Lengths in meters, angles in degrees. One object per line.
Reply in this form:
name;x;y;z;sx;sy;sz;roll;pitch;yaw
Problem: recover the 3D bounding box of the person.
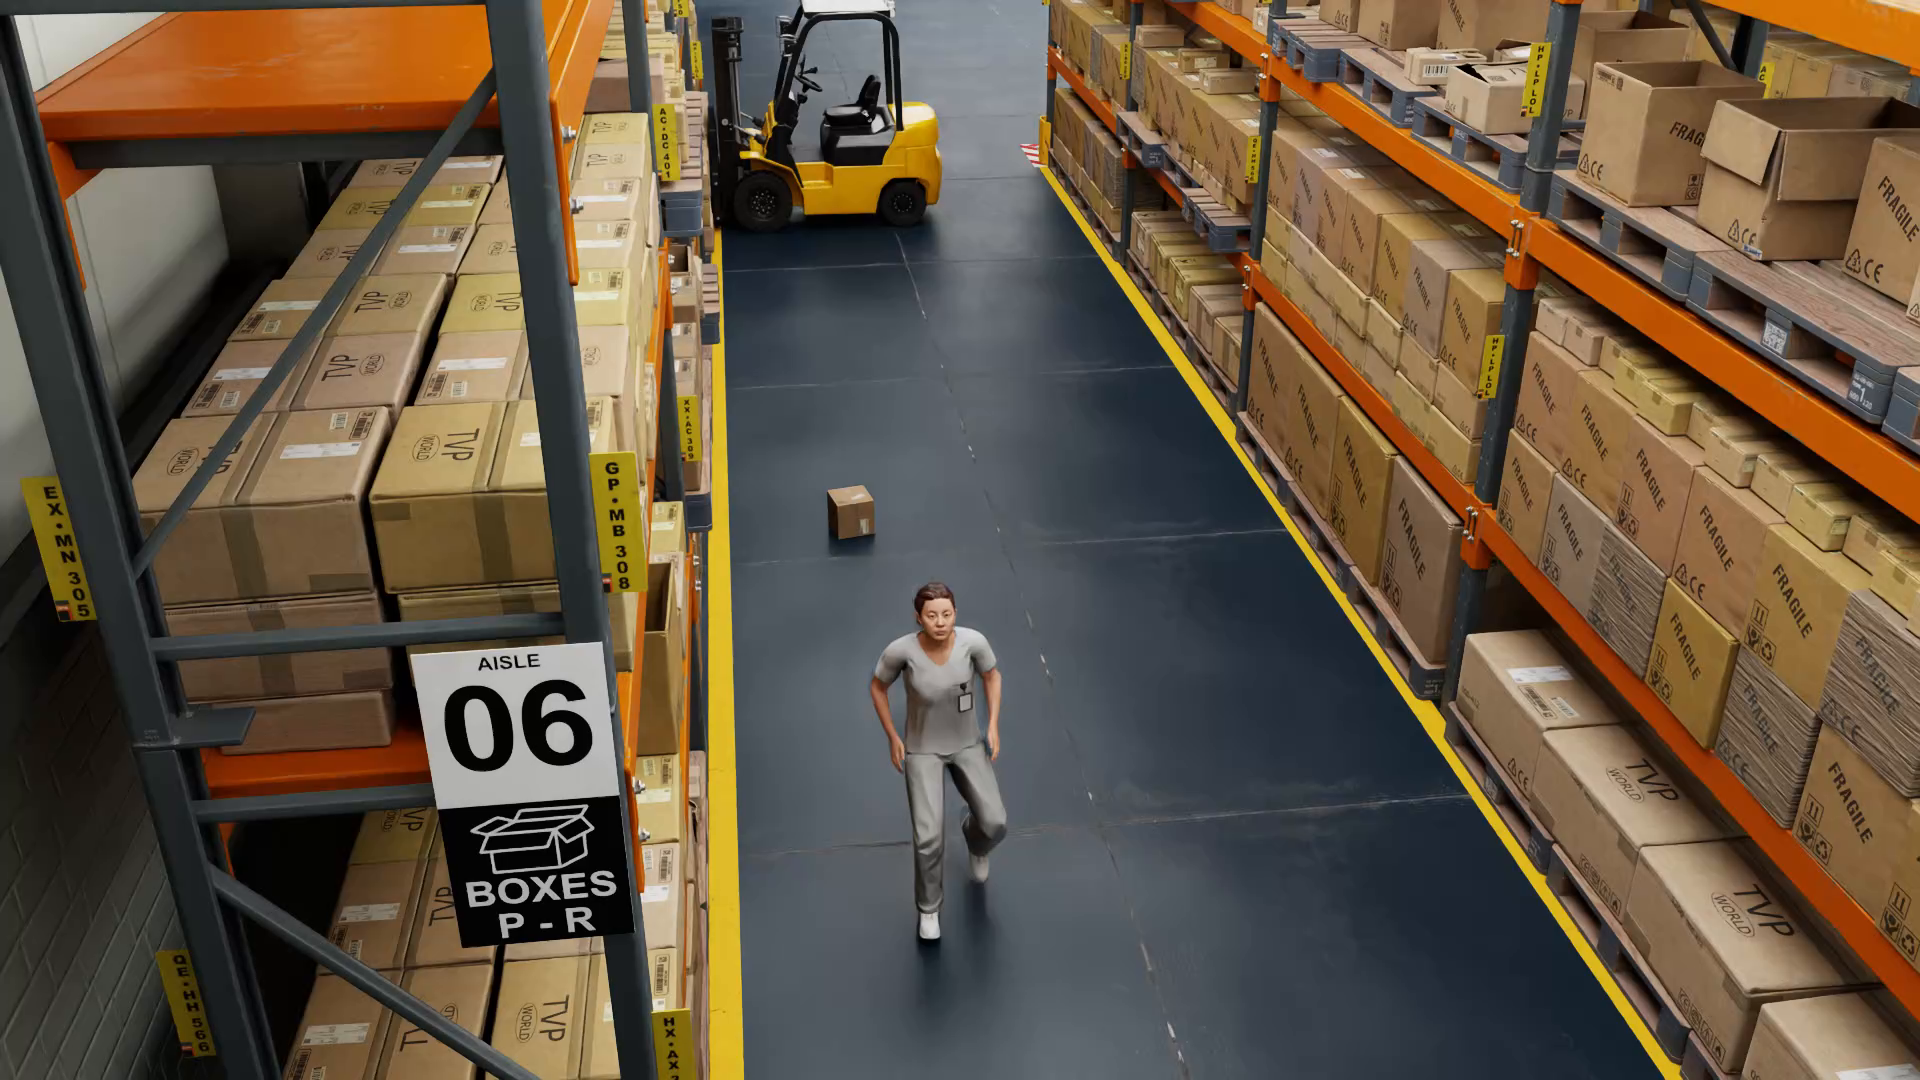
person;-0.050;0.952;7.328;0.585;1.561;0.625;-7;28;-14
